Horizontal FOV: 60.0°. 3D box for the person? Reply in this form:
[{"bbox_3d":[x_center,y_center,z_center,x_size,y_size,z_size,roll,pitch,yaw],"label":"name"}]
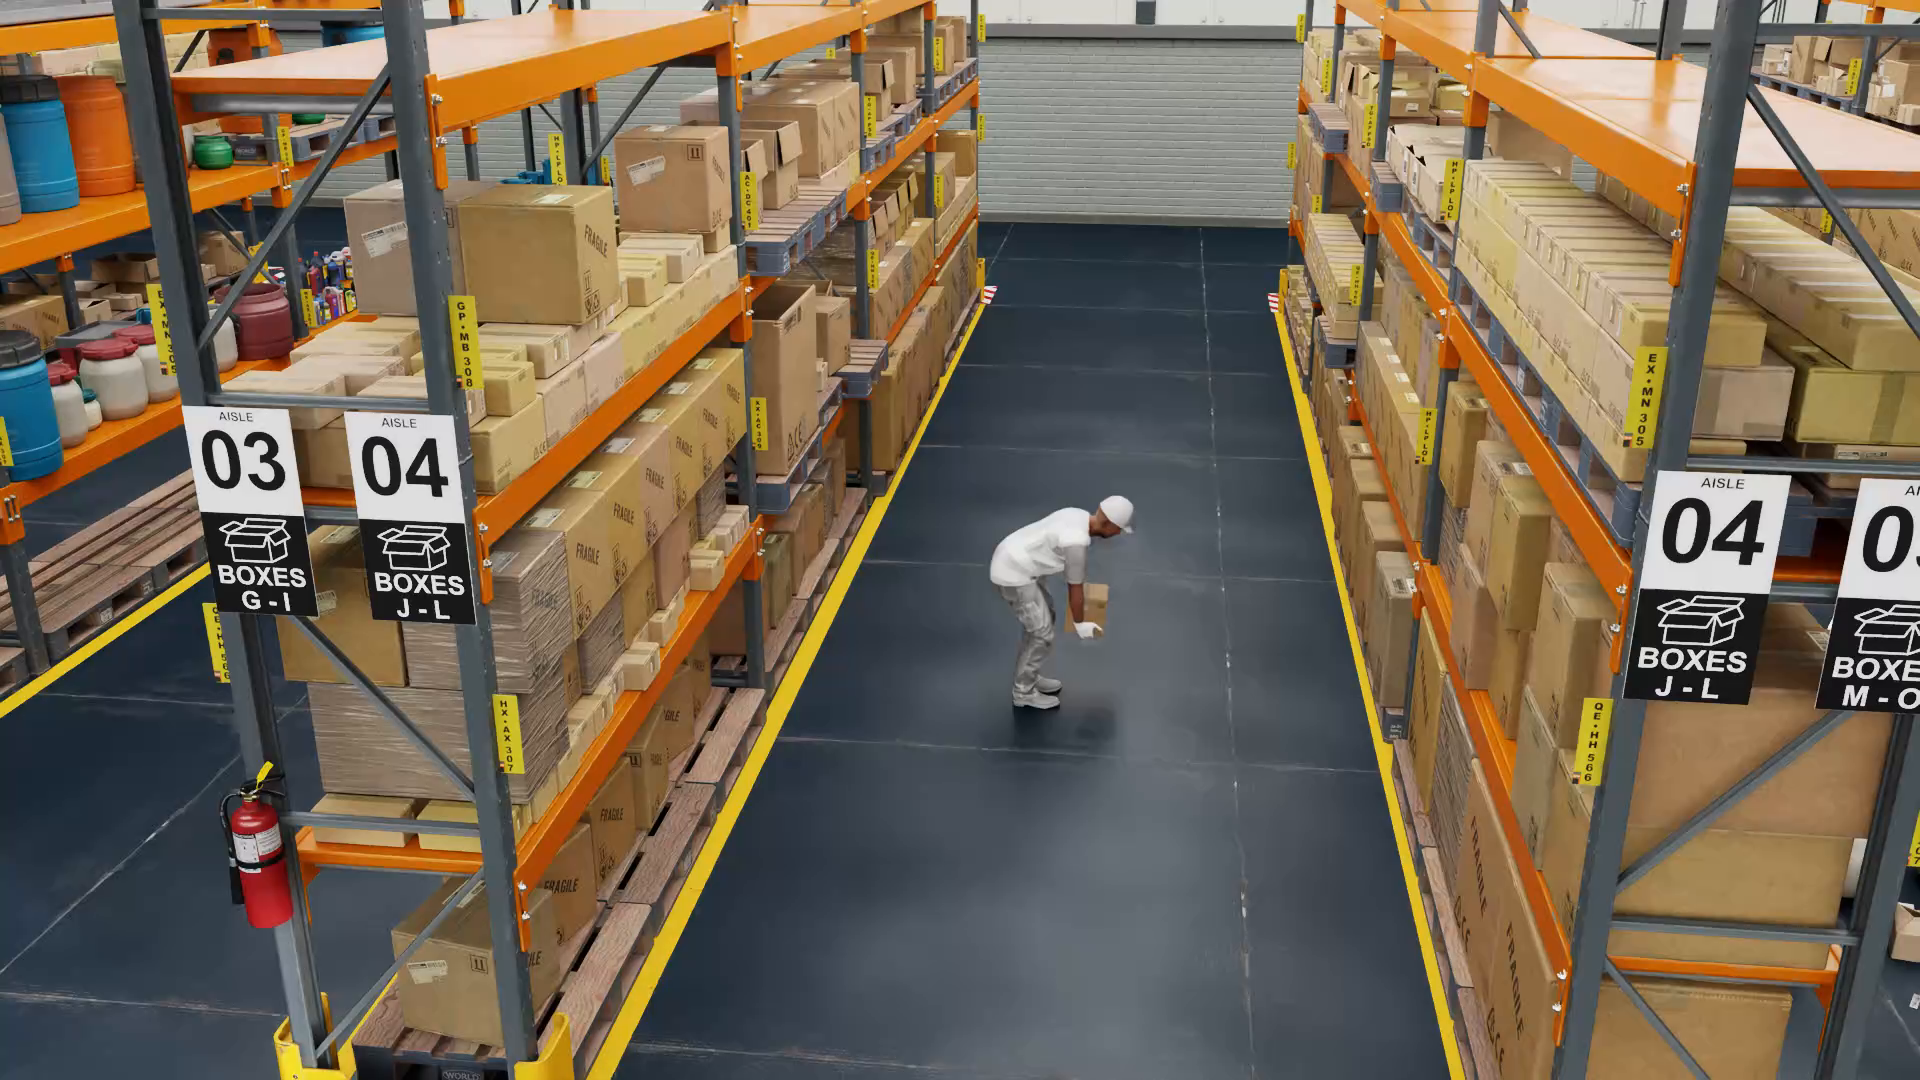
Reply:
[{"bbox_3d":[0.636,0.373,10.615,0.895,1.398,0.491,2,21,5],"label":"person"}]
